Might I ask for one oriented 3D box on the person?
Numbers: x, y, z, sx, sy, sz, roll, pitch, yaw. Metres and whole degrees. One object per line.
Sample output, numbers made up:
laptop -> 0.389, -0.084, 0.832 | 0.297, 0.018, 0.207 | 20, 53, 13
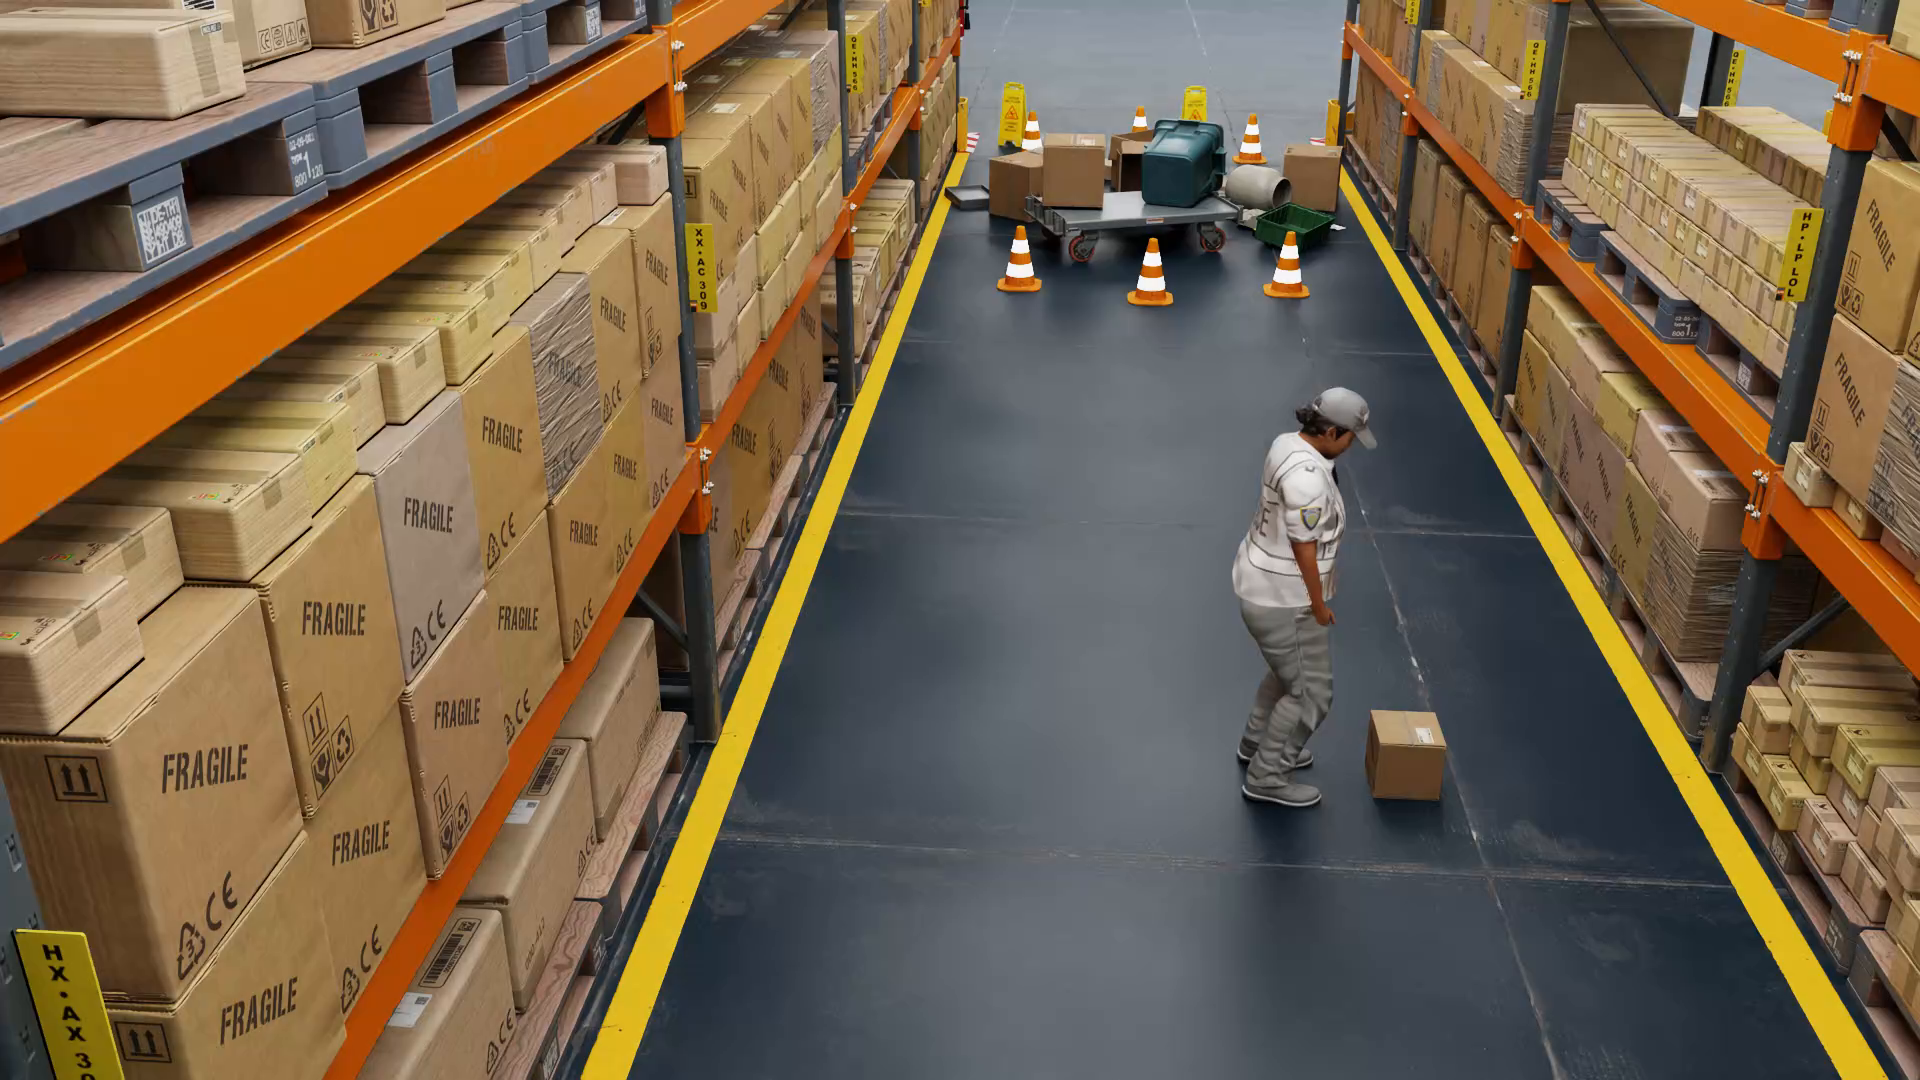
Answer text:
person -> 1.261, 0.198, 6.243 | 0.479, 1.620, 0.496 | 2, 25, 5
